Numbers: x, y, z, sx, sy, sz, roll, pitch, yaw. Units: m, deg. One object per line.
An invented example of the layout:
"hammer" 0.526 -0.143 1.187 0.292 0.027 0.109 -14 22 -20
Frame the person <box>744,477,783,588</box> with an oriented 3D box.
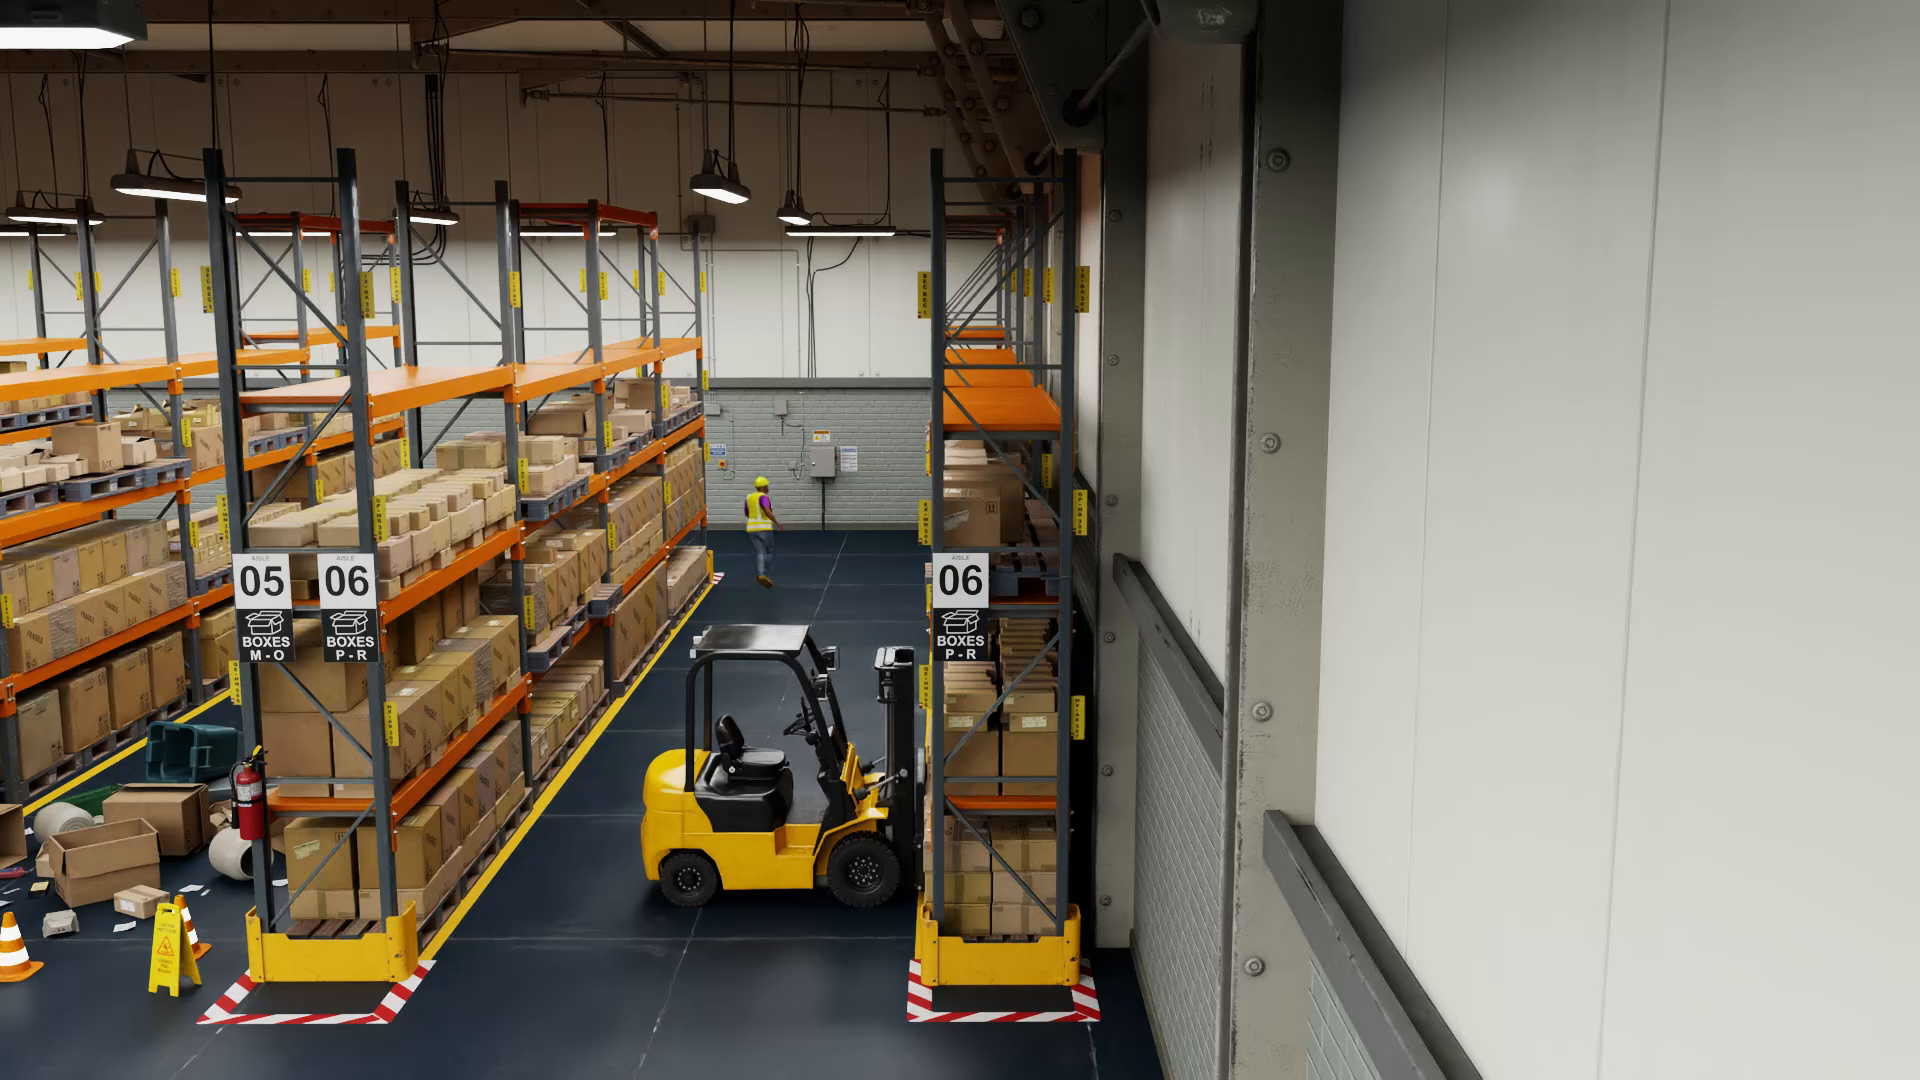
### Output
"person" -3.139 -0.123 26.264 0.820 1.727 0.641 5 10 28
